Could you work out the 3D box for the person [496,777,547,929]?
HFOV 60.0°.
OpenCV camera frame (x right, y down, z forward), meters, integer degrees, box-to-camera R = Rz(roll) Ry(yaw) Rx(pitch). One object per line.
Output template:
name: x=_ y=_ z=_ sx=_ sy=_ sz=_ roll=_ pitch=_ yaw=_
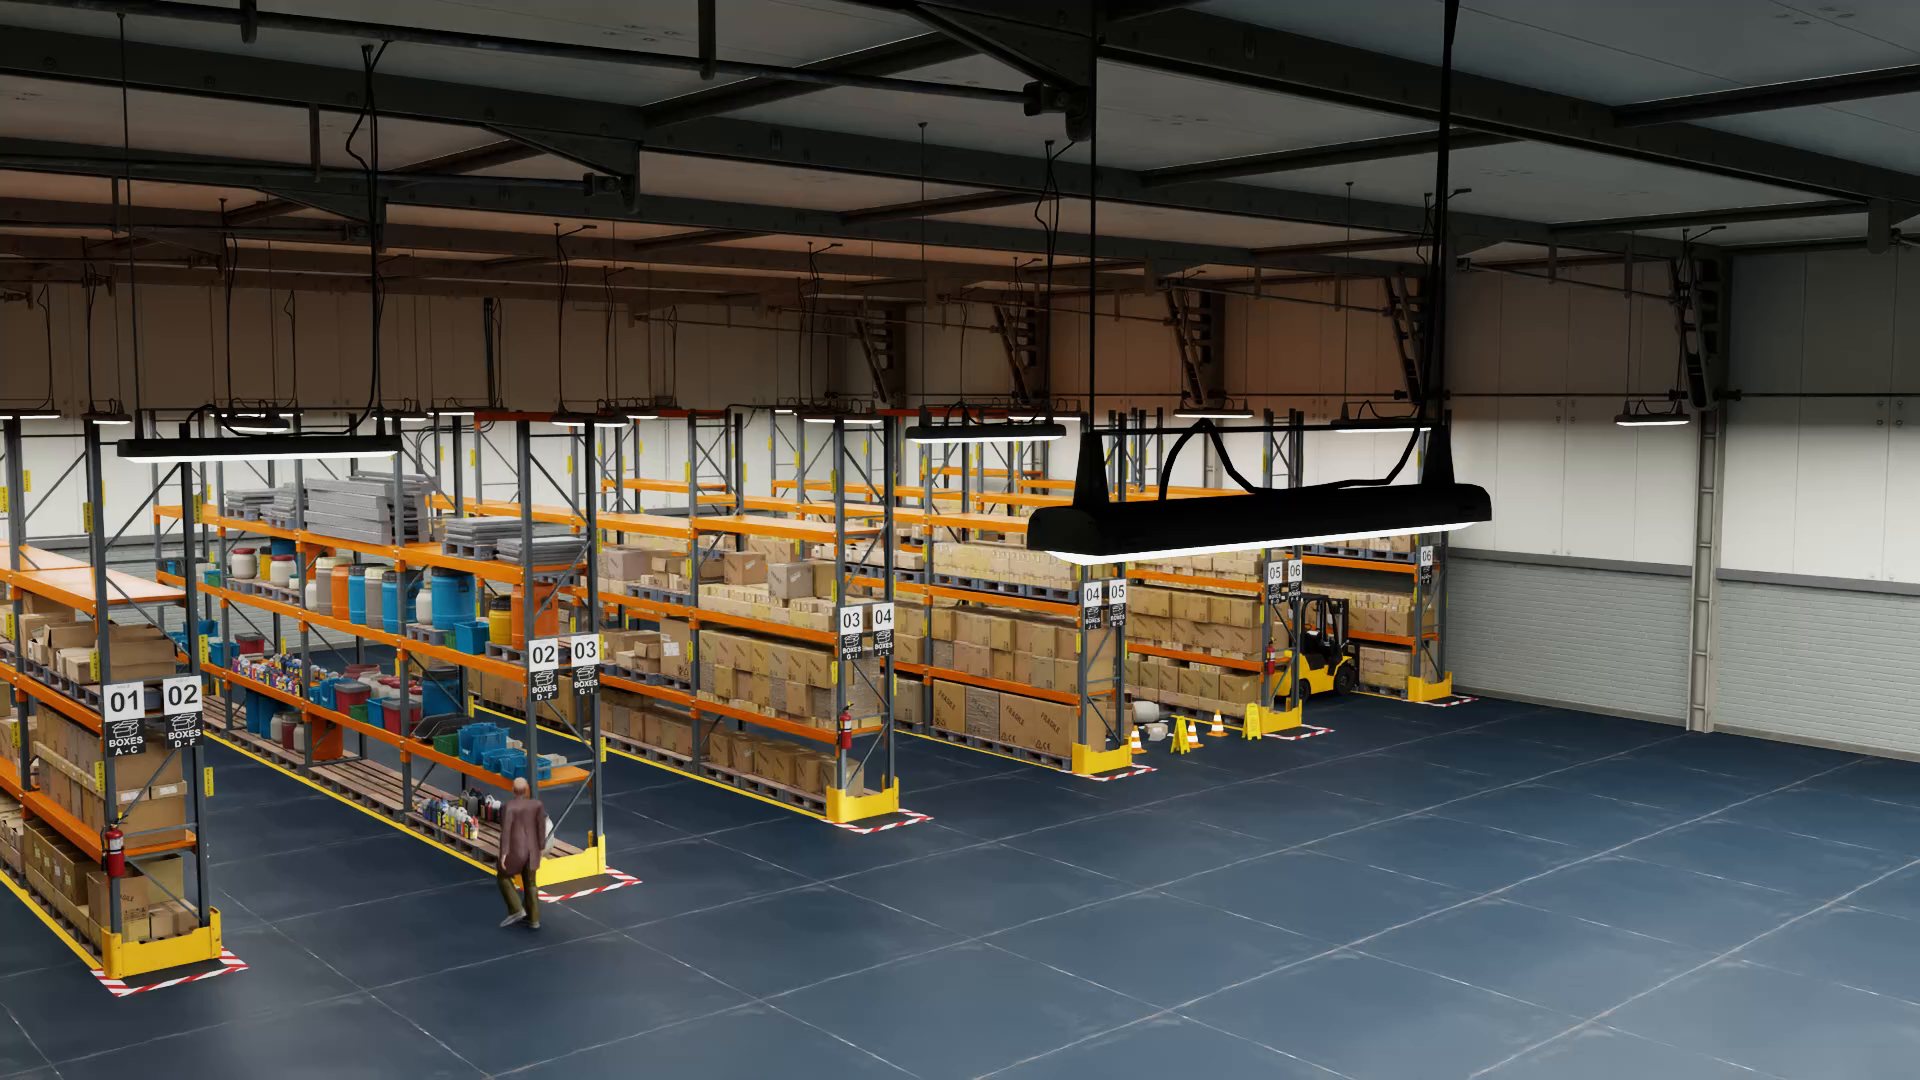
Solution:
person: x=-5.196 y=3.700 z=19.714 sx=0.543 sy=1.767 sz=0.626 roll=5 pitch=7 yaw=43
